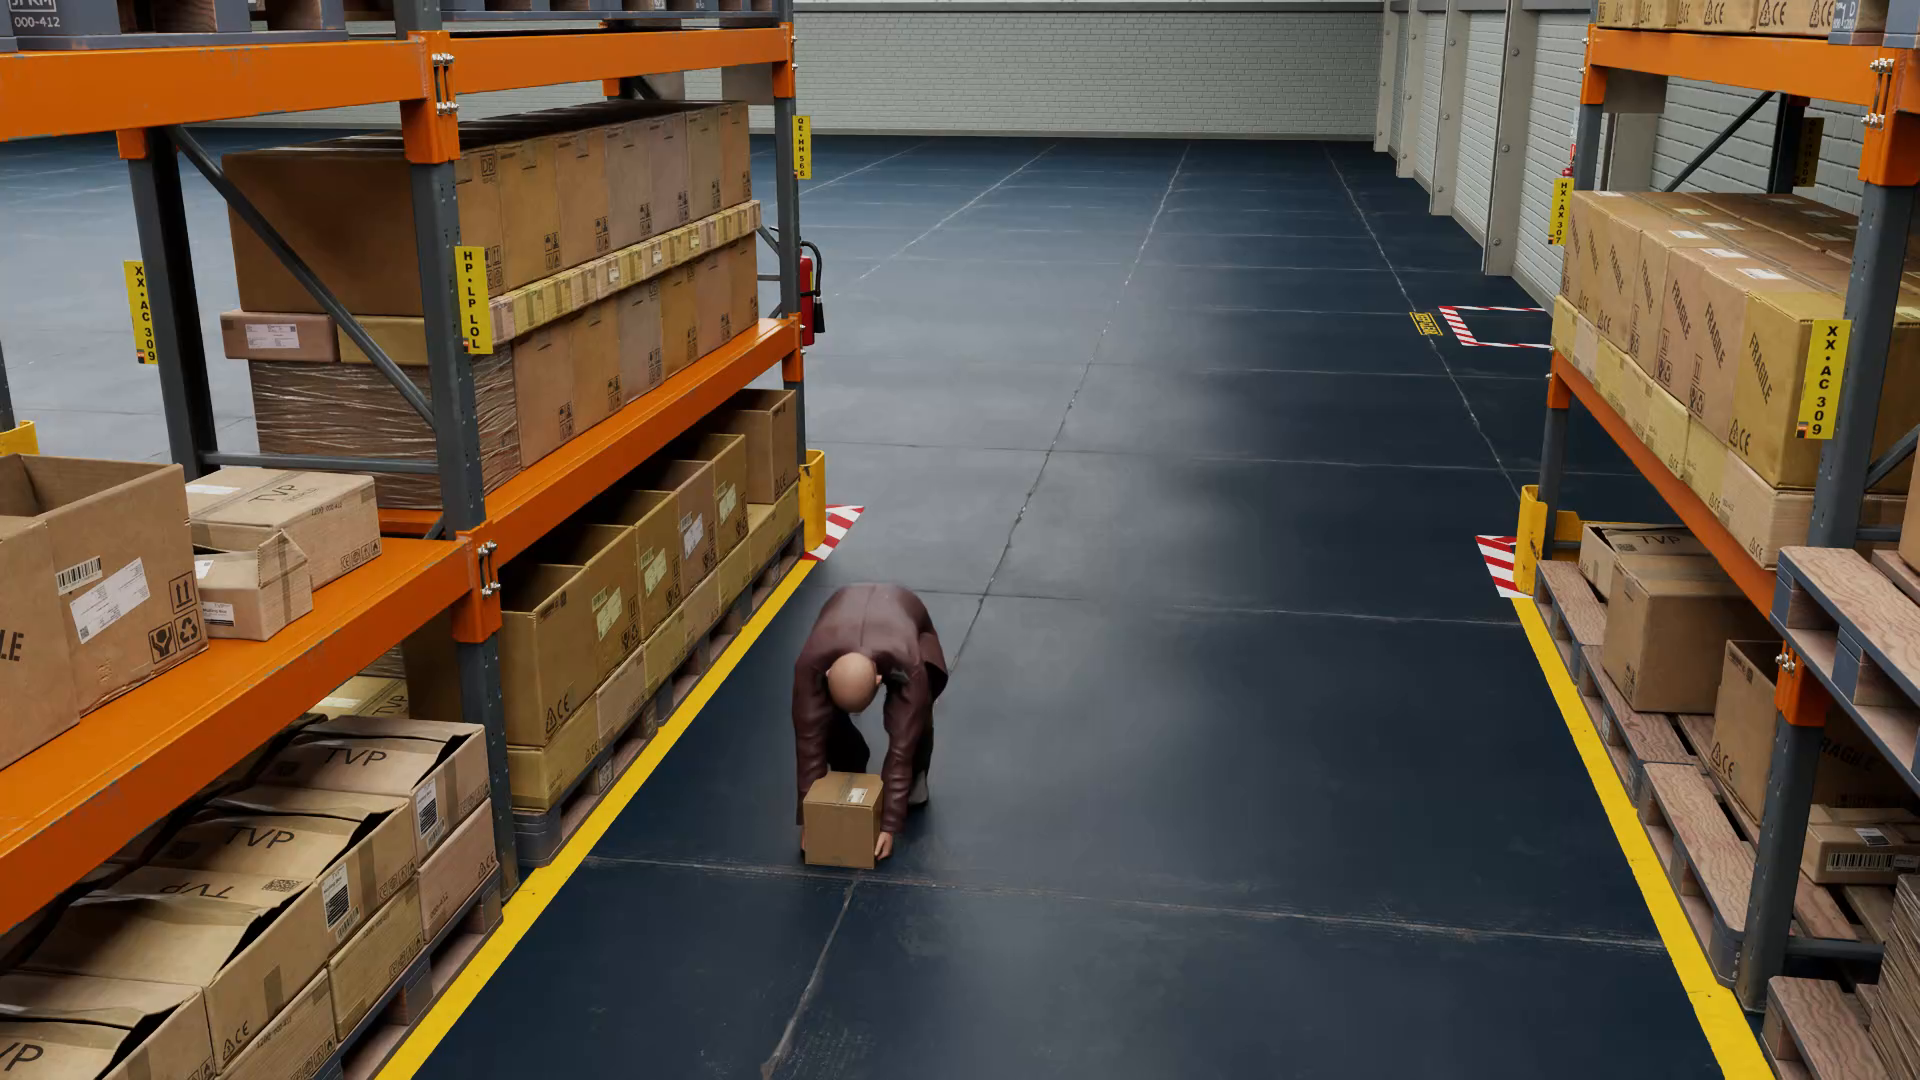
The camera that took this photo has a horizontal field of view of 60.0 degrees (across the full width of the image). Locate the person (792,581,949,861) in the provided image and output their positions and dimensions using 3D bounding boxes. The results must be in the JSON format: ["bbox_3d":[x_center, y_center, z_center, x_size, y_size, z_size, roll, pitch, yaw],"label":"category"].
[{"bbox_3d":[-0.343,0.627,6.201,0.581,0.848,0.952,2,18,8],"label":"person"}]
